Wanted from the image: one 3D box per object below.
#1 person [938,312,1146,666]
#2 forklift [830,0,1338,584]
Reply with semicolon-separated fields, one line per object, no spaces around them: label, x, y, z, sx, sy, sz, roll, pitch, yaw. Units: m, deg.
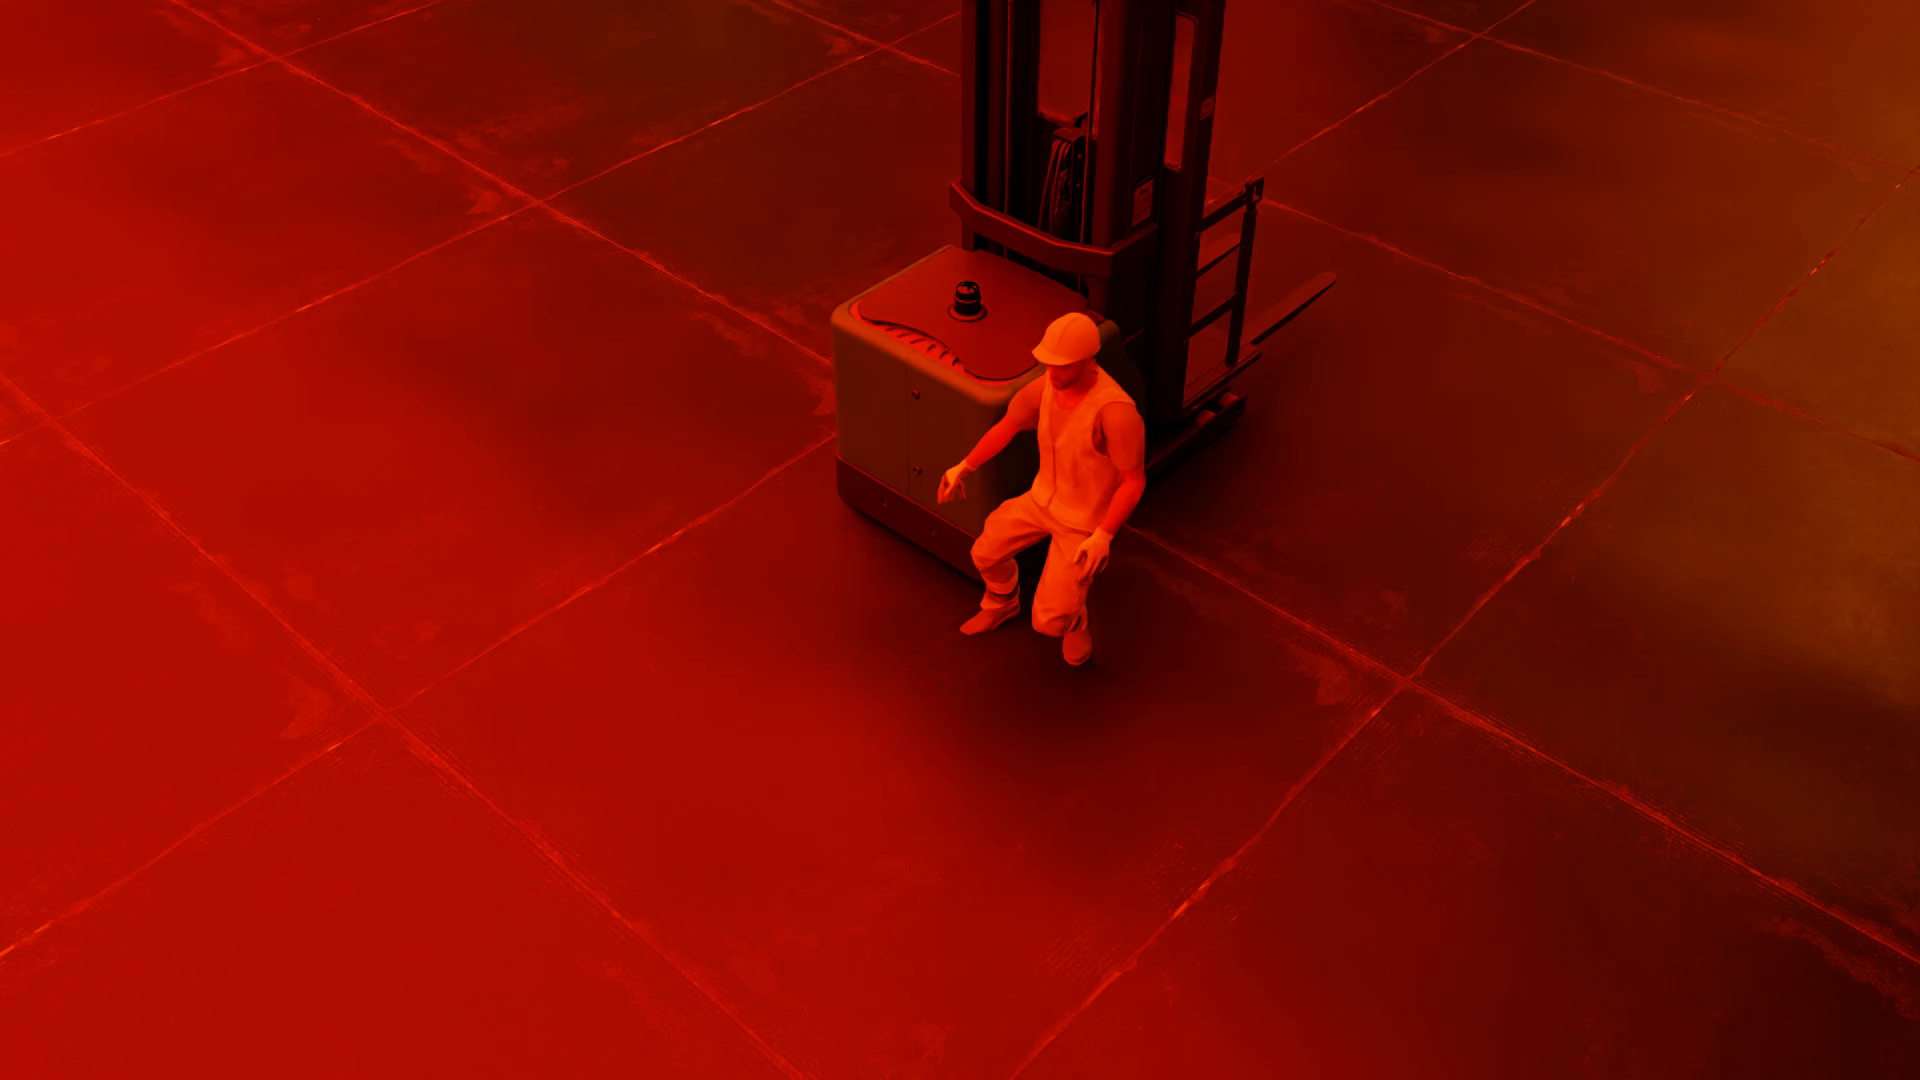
person;0.349;-0.129;6.586;0.549;1.701;0.829;-25;46;-26
forklift;0.783;-1.791;7.515;1.130;2.935;3.031;31;49;31
